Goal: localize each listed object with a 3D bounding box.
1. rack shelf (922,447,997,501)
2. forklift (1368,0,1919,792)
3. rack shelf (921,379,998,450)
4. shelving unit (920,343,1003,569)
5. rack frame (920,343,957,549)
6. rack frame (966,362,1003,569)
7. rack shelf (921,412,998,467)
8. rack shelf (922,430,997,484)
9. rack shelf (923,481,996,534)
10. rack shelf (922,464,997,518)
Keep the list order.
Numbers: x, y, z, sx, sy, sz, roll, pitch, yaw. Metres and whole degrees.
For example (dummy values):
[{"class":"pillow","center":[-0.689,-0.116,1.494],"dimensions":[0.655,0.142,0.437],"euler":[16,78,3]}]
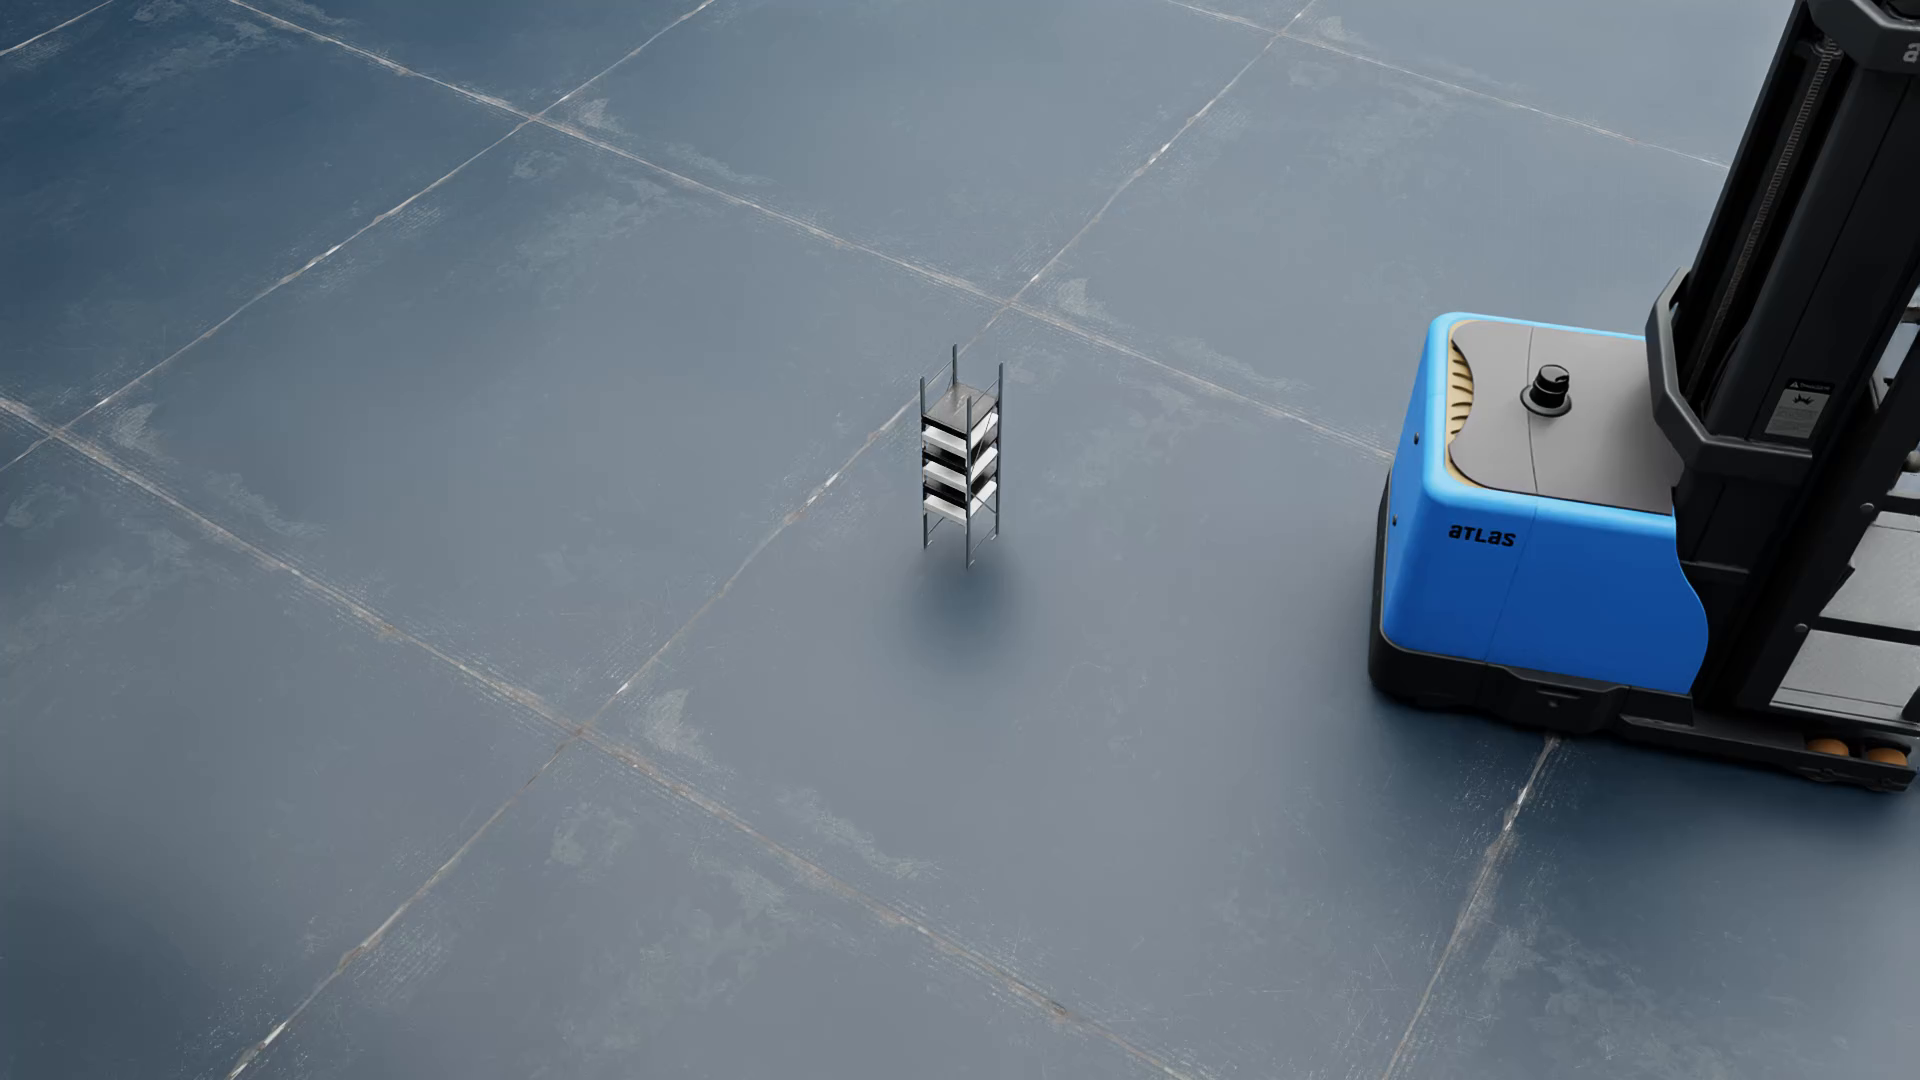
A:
[{"class":"rack shelf","center":[0.007,-0.287,6.448],"dimensions":[0.200,0.077,0.258],"euler":[25,51,22]},{"class":"forklift","center":[3.087,-0.552,5.243],"dimensions":[3.031,2.935,1.130],"euler":[9,47,9]},{"class":"rack shelf","center":[0.007,-0.475,6.254],"dimensions":[0.200,0.077,0.258],"euler":[25,51,22]},{"class":"shelving unit","center":[0.007,-0.310,6.424],"dimensions":[0.210,0.900,0.258],"euler":[25,51,22]},{"class":"rack frame","center":[-0.079,-0.350,6.462],"dimensions":[0.006,0.900,0.240],"euler":[25,51,22]},{"class":"rack frame","center":[0.092,-0.271,6.386],"dimensions":[0.006,0.900,0.240],"euler":[25,51,22]},{"class":"rack shelf","center":[0.007,-0.413,6.319],"dimensions":[0.200,0.077,0.258],"euler":[25,51,22]},{"class":"rack shelf","center":[0.007,-0.350,6.384],"dimensions":[0.200,0.077,0.258],"euler":[25,51,22]},{"class":"rack shelf","center":[0.007,-0.162,6.577],"dimensions":[0.200,0.077,0.258],"euler":[25,51,22]},{"class":"rack shelf","center":[0.007,-0.225,6.513],"dimensions":[0.200,0.077,0.258],"euler":[25,51,22]}]
